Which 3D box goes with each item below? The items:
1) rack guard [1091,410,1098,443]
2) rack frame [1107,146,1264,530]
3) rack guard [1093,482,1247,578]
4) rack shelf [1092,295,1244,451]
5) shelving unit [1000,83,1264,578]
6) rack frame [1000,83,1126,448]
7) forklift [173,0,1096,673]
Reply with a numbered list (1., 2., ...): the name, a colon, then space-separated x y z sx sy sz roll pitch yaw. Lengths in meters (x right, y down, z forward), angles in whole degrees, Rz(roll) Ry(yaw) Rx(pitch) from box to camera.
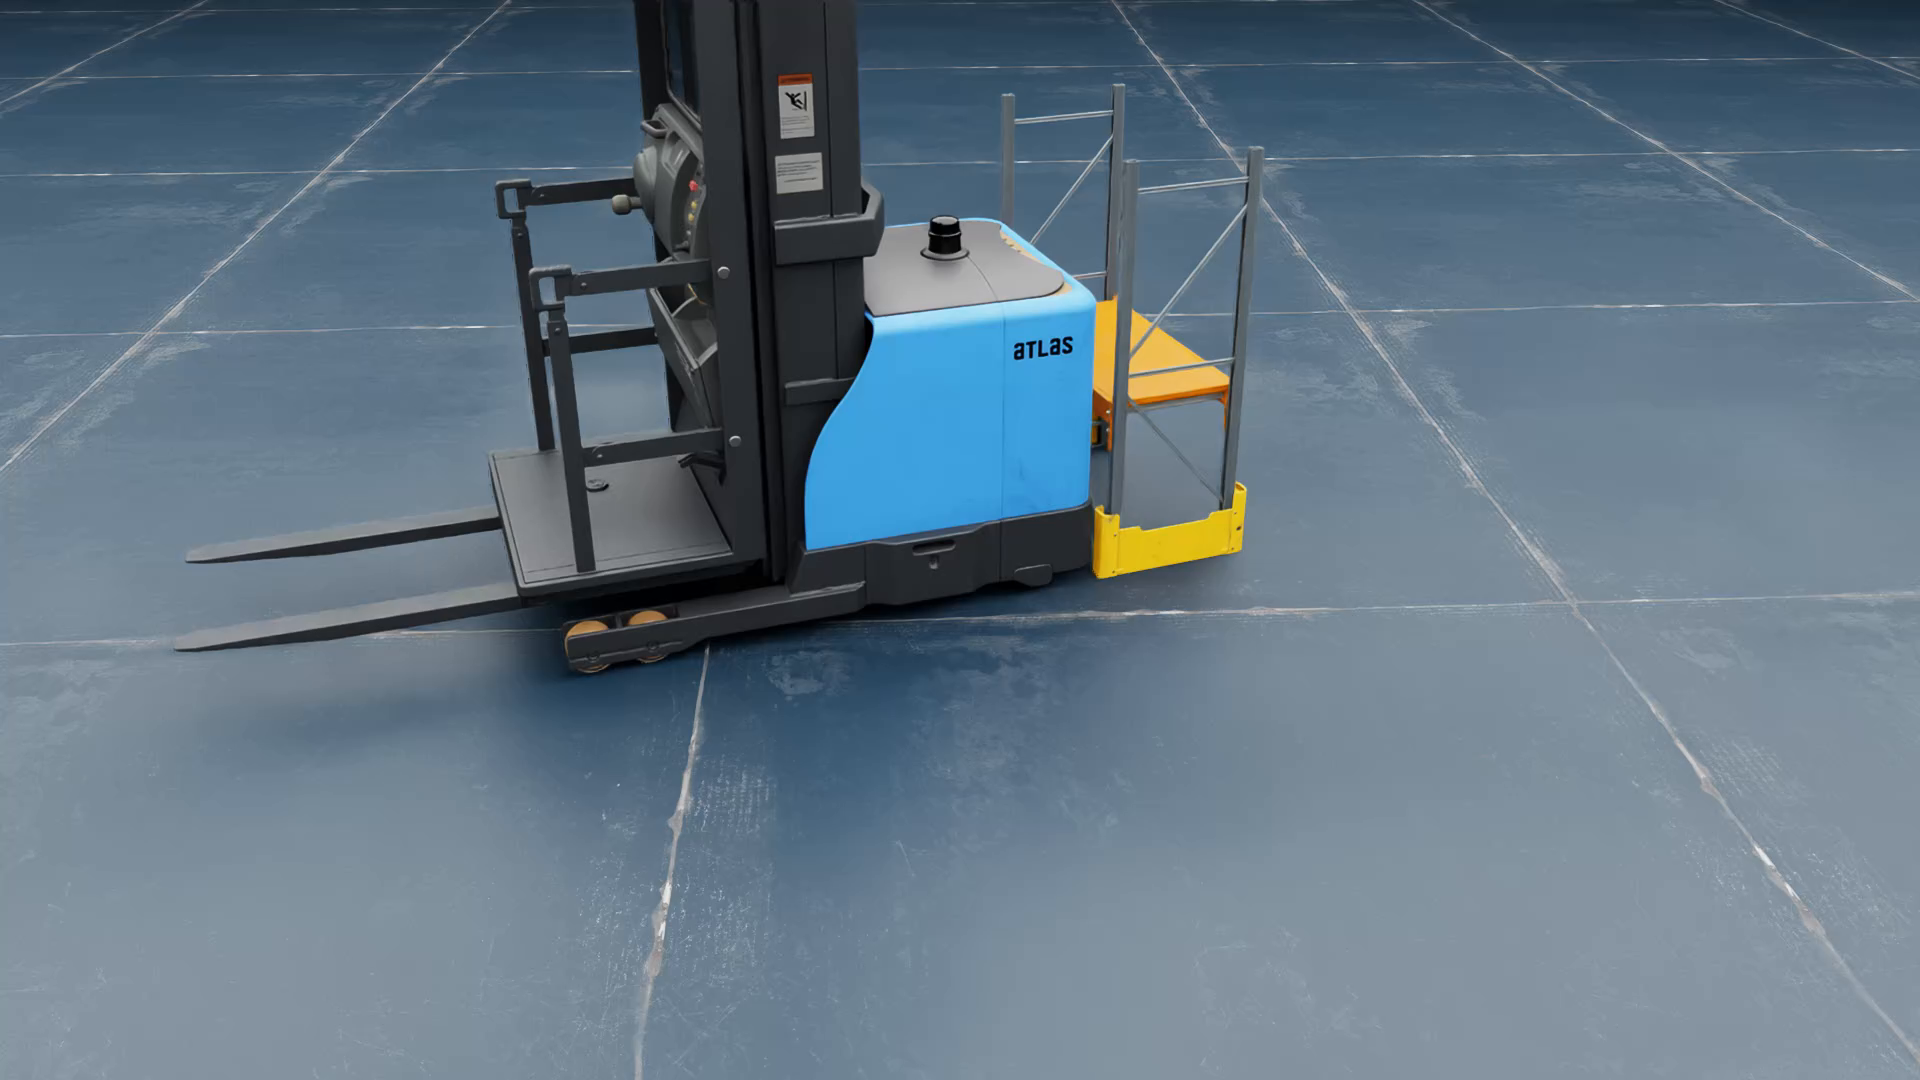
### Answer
1. rack guard: 0.399 -0.467 6.875 0.587 0.250 0.087 -10 29 -19
2. rack frame: 0.764 -0.592 5.763 0.500 1.500 0.032 -10 29 -19
3. rack guard: 0.764 -0.038 6.053 0.587 0.250 0.087 -10 29 -19
4. rack shelf: 0.578 -0.651 6.266 0.538 0.185 1.000 -10 29 -19
5. shelving unit: 0.582 -0.807 6.175 0.587 1.500 1.083 -10 29 -19
6. rack frame: 0.392 -1.030 6.602 0.500 1.500 0.032 -10 29 -19
7. forklift: -1.105 -1.142 5.270 3.031 2.935 1.130 -9 29 -17
